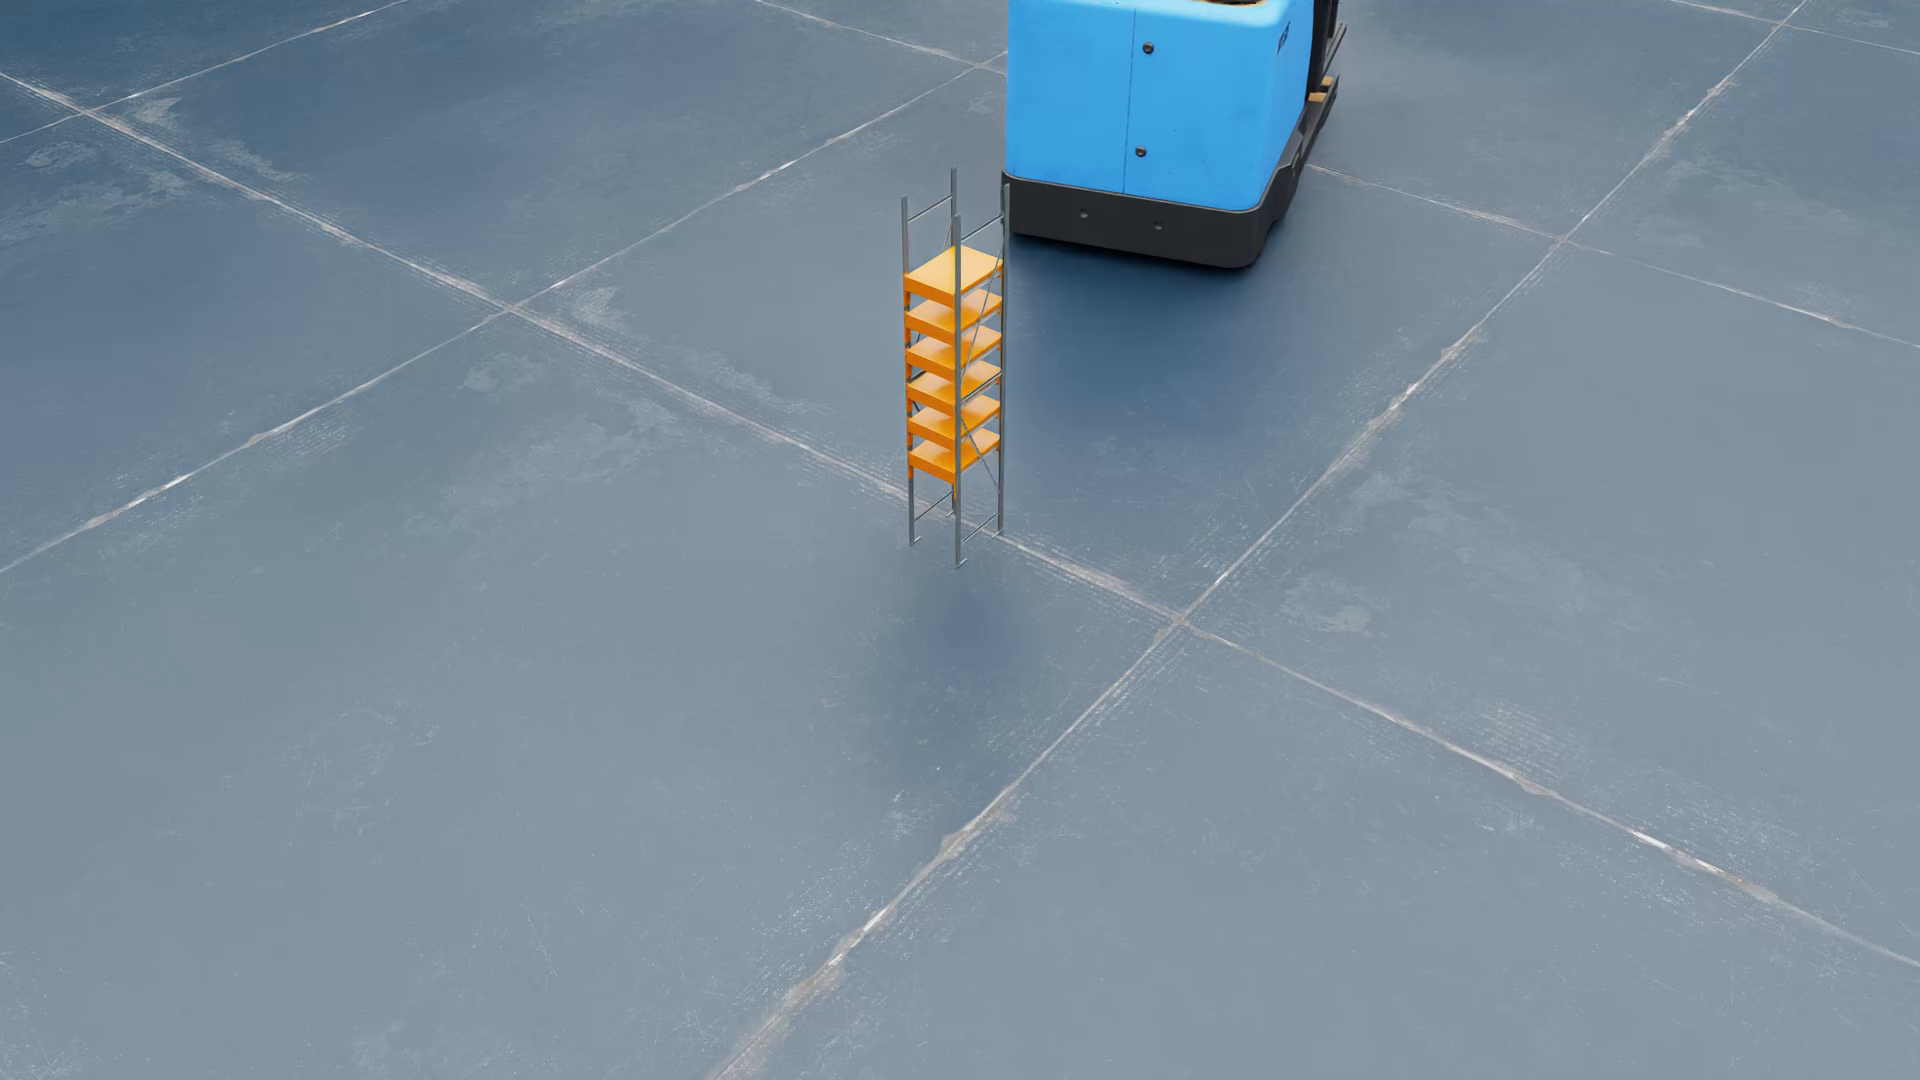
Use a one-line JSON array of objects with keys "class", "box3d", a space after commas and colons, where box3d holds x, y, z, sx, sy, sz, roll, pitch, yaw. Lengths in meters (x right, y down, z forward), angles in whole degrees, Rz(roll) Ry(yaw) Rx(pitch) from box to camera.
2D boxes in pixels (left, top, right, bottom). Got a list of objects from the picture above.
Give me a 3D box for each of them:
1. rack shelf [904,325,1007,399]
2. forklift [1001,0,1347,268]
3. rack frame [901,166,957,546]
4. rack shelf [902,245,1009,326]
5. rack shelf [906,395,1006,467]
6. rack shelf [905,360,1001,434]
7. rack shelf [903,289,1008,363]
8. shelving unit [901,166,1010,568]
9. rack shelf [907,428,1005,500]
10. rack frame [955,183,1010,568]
[{"class": "rack shelf", "box3d": [-0.012, -0.537, 4.840, 0.180, 0.103, 0.258, 25, 45, 29]}, {"class": "forklift", "box3d": [1.139, -3.127, 6.867, 1.130, 2.935, 3.031, 12, 40, 15]}, {"class": "rack frame", "box3d": [-0.084, -0.512, 4.931, 0.006, 1.200, 0.240, 25, 45, 29]}, {"class": "rack shelf", "box3d": [-0.012, -0.726, 4.693, 0.180, 0.103, 0.258, 25, 45, 29]}, {"class": "rack shelf", "box3d": [-0.011, -0.348, 4.988, 0.180, 0.103, 0.258, 25, 45, 29]}, {"class": "rack shelf", "box3d": [-0.012, -0.443, 4.914, 0.180, 0.103, 0.258, 25, 45, 29]}, {"class": "rack shelf", "box3d": [-0.012, -0.632, 4.766, 0.180, 0.103, 0.258, 25, 45, 29]}, {"class": "shelving unit", "box3d": [-0.012, -0.478, 4.887, 0.189, 1.200, 0.258, 25, 45, 29]}, {"class": "rack shelf", "box3d": [-0.011, -0.254, 5.062, 0.180, 0.103, 0.258, 25, 45, 29]}, {"class": "rack frame", "box3d": [0.061, -0.444, 4.843, 0.006, 1.200, 0.240, 25, 45, 29]}]
